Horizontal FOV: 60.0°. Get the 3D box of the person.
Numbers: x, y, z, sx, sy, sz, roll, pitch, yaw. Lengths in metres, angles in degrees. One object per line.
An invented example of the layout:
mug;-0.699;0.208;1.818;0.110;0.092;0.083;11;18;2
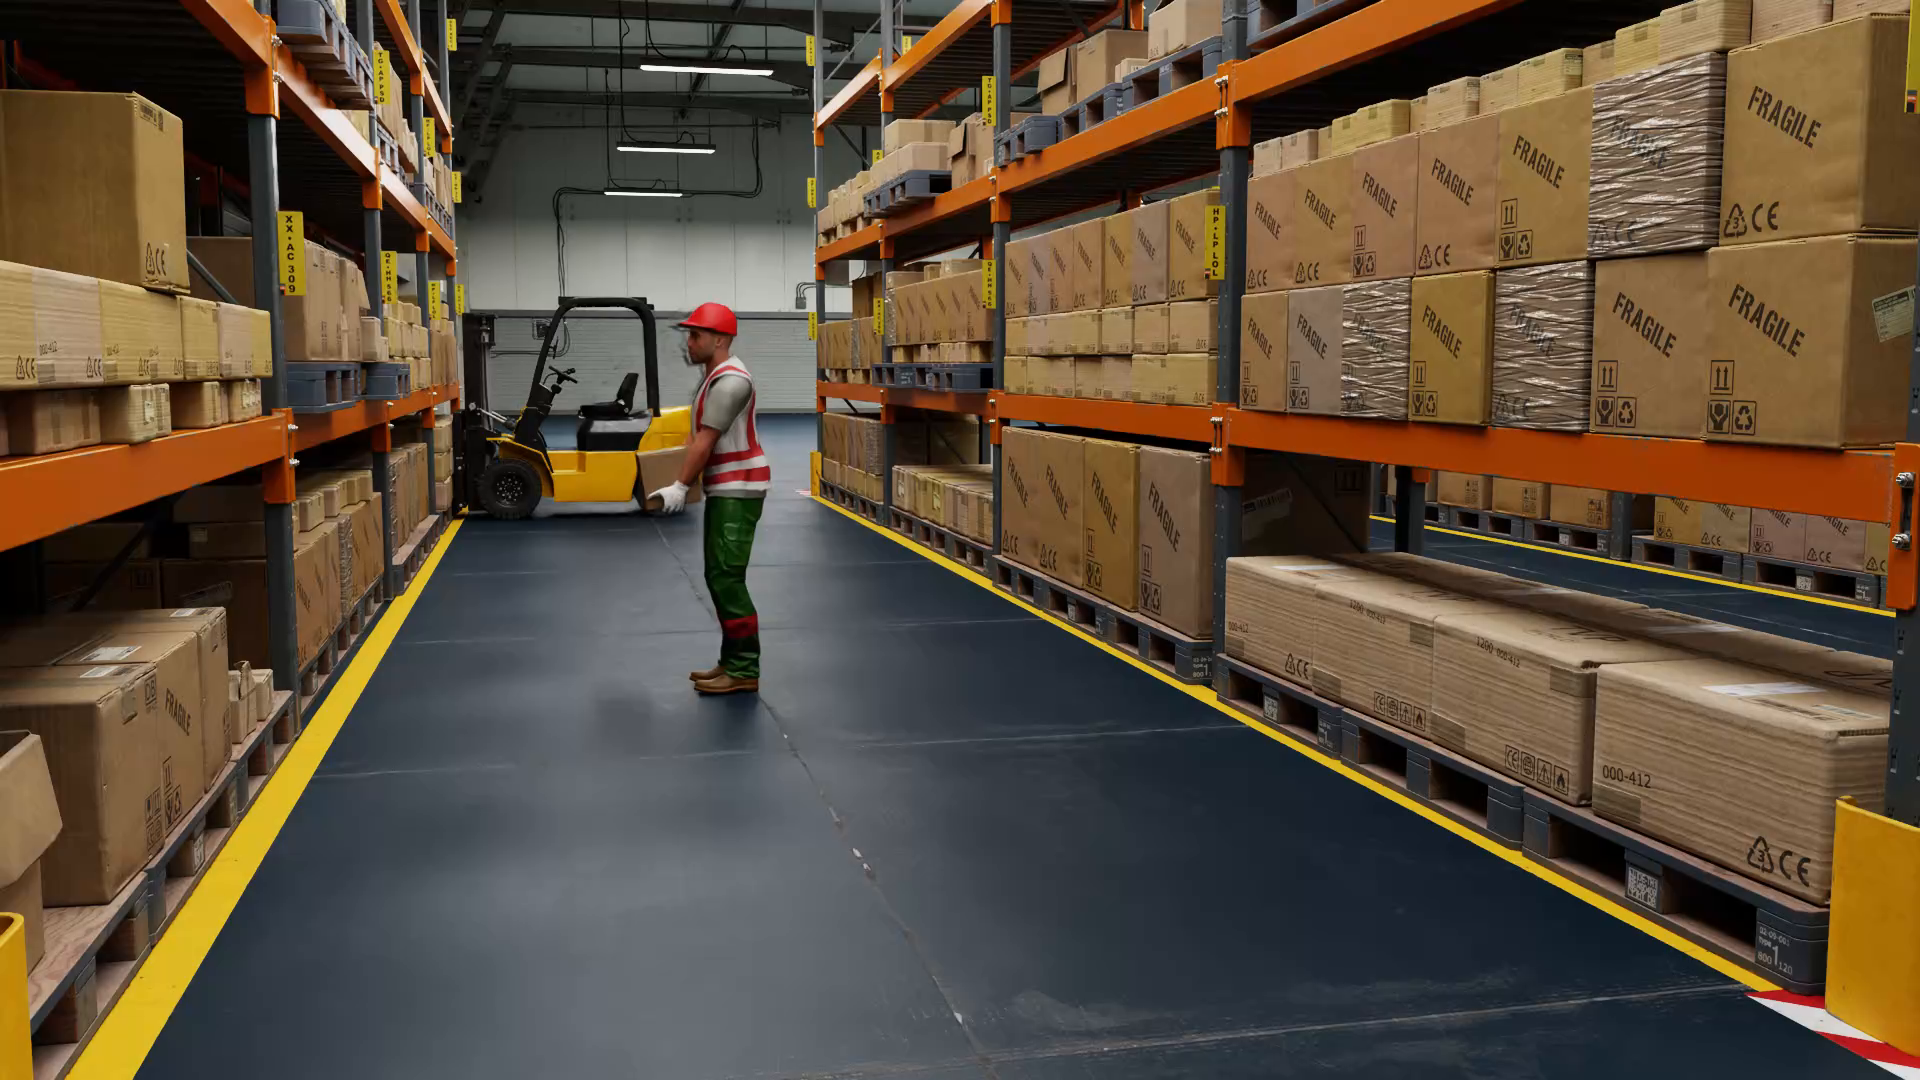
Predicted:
person;-1.072;-0.193;7.654;0.452;1.779;0.618;-2;6;-17
